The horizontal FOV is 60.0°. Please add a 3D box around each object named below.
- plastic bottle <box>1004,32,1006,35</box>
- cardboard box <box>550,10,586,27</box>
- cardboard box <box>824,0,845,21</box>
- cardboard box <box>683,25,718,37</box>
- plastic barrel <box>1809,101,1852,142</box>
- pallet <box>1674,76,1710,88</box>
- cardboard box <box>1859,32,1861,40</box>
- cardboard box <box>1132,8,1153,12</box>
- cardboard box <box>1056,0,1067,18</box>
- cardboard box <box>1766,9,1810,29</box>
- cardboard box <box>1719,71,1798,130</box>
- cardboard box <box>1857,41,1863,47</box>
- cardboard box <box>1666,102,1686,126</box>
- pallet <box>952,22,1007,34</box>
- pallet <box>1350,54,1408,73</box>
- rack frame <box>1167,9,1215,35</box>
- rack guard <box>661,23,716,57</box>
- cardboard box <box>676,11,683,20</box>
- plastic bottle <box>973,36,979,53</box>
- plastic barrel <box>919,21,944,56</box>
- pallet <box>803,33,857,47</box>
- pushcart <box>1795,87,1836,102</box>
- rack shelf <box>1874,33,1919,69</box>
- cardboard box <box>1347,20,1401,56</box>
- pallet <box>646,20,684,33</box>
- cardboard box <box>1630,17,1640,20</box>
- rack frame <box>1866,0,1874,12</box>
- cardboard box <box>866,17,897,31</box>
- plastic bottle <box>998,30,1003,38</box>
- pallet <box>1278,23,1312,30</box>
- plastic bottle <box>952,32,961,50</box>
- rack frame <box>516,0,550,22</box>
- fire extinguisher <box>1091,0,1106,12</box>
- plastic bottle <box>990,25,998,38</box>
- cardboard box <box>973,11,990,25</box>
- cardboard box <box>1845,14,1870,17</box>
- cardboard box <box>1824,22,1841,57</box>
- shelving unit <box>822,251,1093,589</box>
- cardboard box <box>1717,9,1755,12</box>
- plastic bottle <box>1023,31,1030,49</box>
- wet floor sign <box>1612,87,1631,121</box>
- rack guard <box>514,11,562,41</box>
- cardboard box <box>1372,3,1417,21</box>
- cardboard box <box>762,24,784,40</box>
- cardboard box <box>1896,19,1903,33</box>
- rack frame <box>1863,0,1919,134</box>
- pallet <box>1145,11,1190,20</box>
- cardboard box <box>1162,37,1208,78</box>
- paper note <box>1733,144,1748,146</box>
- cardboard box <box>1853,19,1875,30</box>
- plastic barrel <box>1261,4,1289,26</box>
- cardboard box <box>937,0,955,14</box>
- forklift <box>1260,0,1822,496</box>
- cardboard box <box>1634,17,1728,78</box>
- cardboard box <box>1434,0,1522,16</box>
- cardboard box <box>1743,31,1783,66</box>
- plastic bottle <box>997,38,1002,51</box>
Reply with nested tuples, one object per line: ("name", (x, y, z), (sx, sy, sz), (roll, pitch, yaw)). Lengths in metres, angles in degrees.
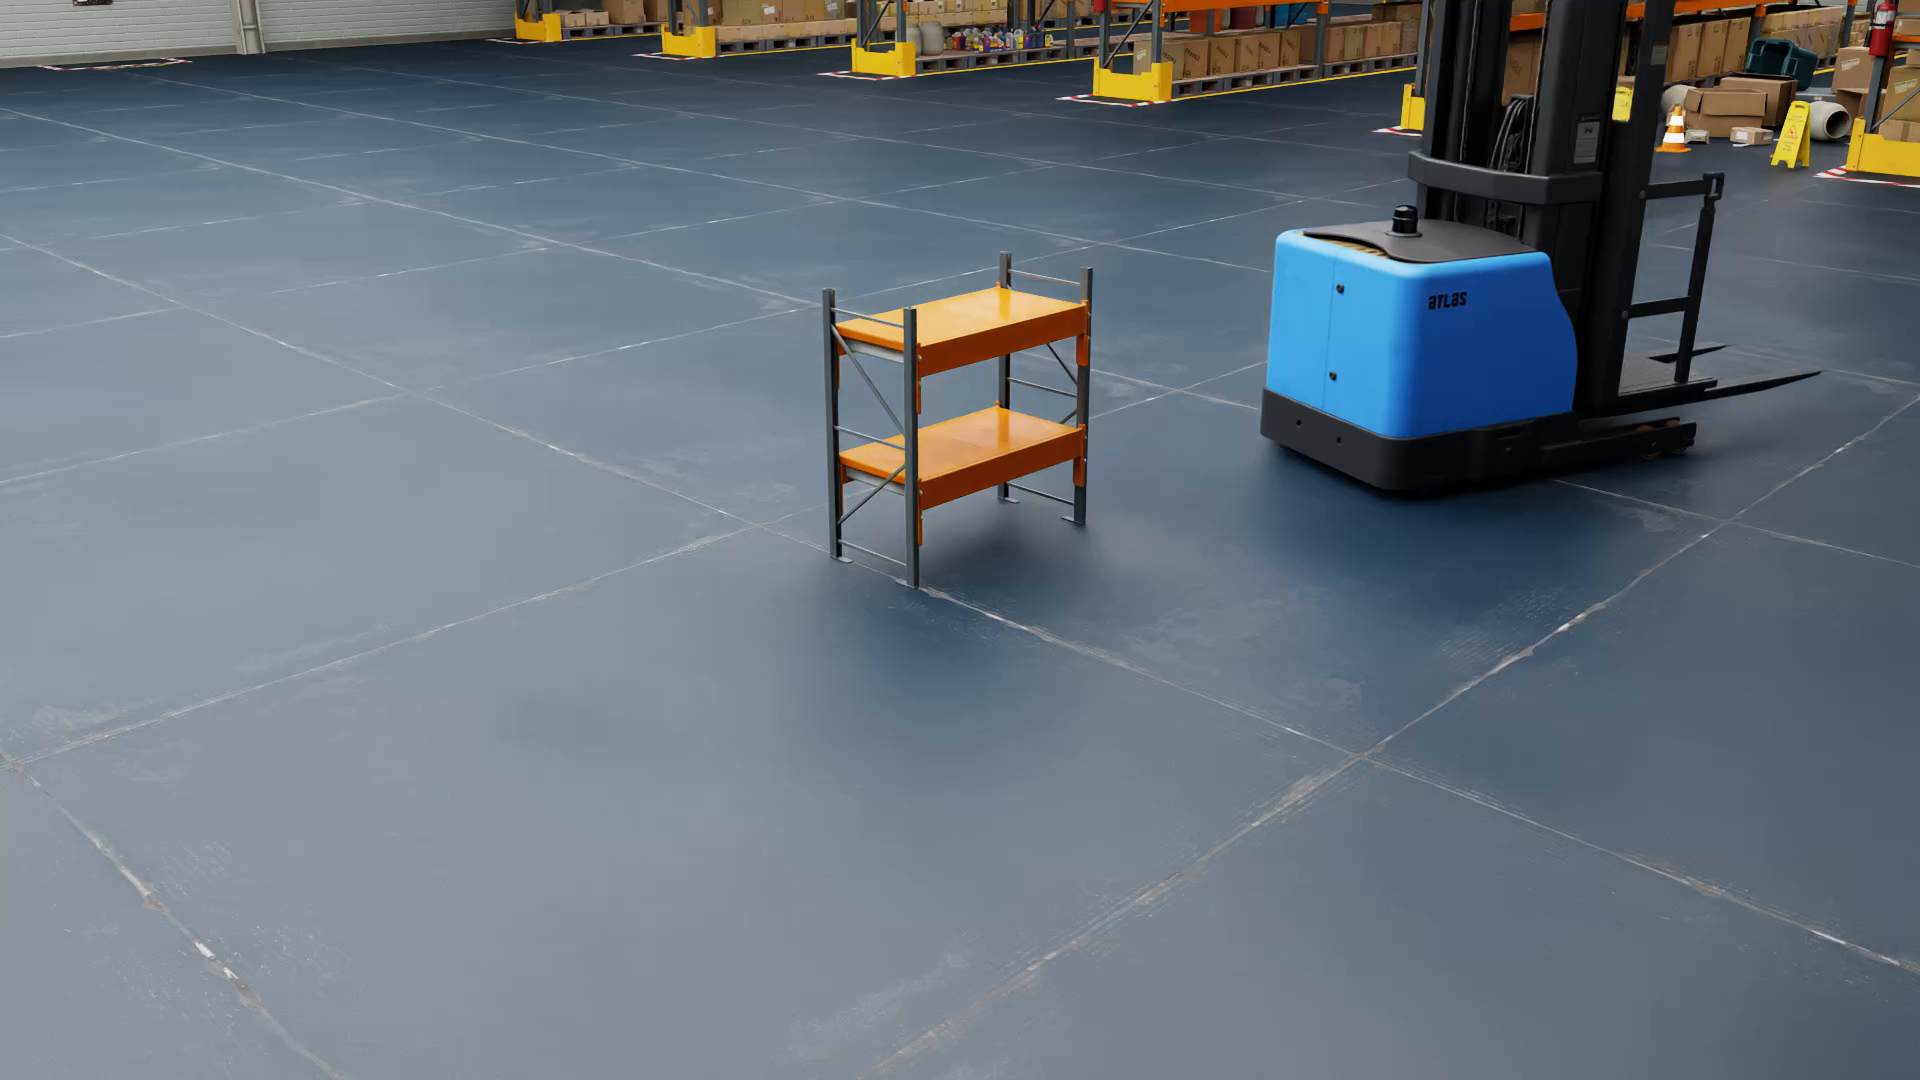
("plastic bottle", (0.769, -8.327, 27.731), (0.061, 0.283, 0.133), (19, 28, 41))
("cardboard box", (-7.778, -10.331, 32.906), (0.500, 0.311, 0.500), (15, 26, 35))
("cardboard box", (-2.507, -9.978, 31.054), (0.500, 0.500, 0.500), (19, 28, 41))
("cardboard box", (-4.611, -9.111, 29.844), (0.500, 0.250, 0.500), (19, 28, 41))
("plastic barrel", (9.779, -4.733, 18.798), (0.421, 0.421, 0.512), (-2, 21, -5))
("pallet", (9.931, -6.497, 23.685), (1.003, 0.211, 1.213), (19, 28, 41))
("cardboard box", (14.915, -8.500, 27.981), (0.380, 0.149, 0.250), (19, 28, 40))
("cardboard box", (4.046, -12.075, 37.444), (0.500, 0.311, 0.500), (19, 28, 41))
("cardboard box", (2.045, -11.390, 35.399), (0.500, 0.500, 0.500), (19, 28, 40))
("cardboard box", (12.749, -8.045, 25.679), (0.500, 0.250, 0.500), (20, 28, 41))
("cardboard box", (9.480, -5.251, 19.847), (0.797, 0.637, 0.503), (19, 28, 41))
("cardboard box", (14.846, -8.270, 27.798), (0.250, 0.149, 0.380), (-19, 28, -40))
("cardboard box", (8.716, -5.088, 19.941), (0.258, 0.266, 0.396), (-14, 25, -33))
("pallet", (0.206, -10.539, 34.200), (1.003, 0.211, 1.213), (19, 28, 41))
("pallet", (6.506, -7.748, 26.939), (1.003, 0.211, 1.213), (19, 28, 41))
("rack frame", (4.354, -10.802, 30.997), (1.000, 3.000, 0.127), (19, 28, 41))
("rack guard", (-4.790, -8.813, 29.307), (1.175, 0.500, 0.348), (19, 28, 41))
("cardboard box", (-5.886, -10.991, 34.825), (0.380, 0.166, 0.250), (15, 26, 34))
("plastic bottle", (0.261, -8.065, 27.067), (0.097, 0.271, 0.097), (0, 21, 0))
("plastic barrel", (-0.473, -8.097, 26.843), (0.421, 0.512, 0.421), (0, 21, 0))
("pallet", (-2.567, -9.519, 31.546), (1.003, 0.211, 1.213), (19, 28, 41))
("pushcart", (10.544, -5.388, 20.566), (1.648, 0.377, 0.936), (9, 23, 23))
("rack shelf", (10.818, -5.204, 17.436), (1.077, 0.370, 4.000), (19, 28, 41))
("cardboard box", (6.681, -8.130, 26.918), (0.500, 0.500, 0.700), (-17, 27, -38))
("pallet", (-5.978, -10.770, 34.801), (1.003, 0.211, 1.213), (19, 28, 41))
("cardboard box", (13.095, -10.638, 32.948), (0.875, 0.875, 0.875), (19, 28, 41))
("rack frame", (16.967, -10.351, 29.825), (1.000, 3.000, 0.127), (19, 28, 41))
("cardboard box", (-1.524, -9.969, 32.077), (0.500, 0.250, 0.500), (18, 28, 39))
("plastic bottle", (0.689, -8.534, 28.288), (0.097, 0.271, 0.097), (0, 21, 0))
("pallet", (6.576, -10.341, 33.684), (1.003, 0.211, 1.213), (19, 28, 41))
("plastic bottle", (-0.064, -8.319, 27.721), (0.152, 0.276, 0.135), (20, 28, 41))
("rack frame", (-8.325, -11.225, 32.098), (1.000, 3.000, 0.127), (19, 28, 41))
("fire extinguisher", (1.912, -7.556, 22.659), (0.296, 0.674, 0.183), (19, 28, 41))
("plastic bottle", (0.572, -8.590, 28.323), (0.144, 0.351, 0.185), (18, 27, 38))
("cardboard box", (0.258, -10.626, 33.786), (0.500, 0.250, 0.500), (19, 28, 40))
("cardboard box", (15.871, -9.227, 29.458), (0.380, 0.149, 0.250), (18, 27, 38))
("cardboard box", (13.841, -8.099, 26.864), (0.500, 0.500, 0.500), (19, 28, 40))
("shelving unit", (0.005, -0.527, 6.877), (0.538, 1.125, 1.048), (19, 28, 41))
("cardboard box", (12.020, -8.048, 25.686), (0.500, 0.250, 0.500), (-20, 28, -41))
("plastic bottle", (1.103, -8.372, 27.848), (0.133, 0.283, 0.061), (-18, 27, -39))
("wet floor sign", (7.204, -4.637, 18.238), (0.267, 0.644, 0.232), (14, 25, 32))
("rack guard", (-8.272, -10.078, 32.598), (1.175, 0.500, 0.348), (19, 28, 41))
("cardboard box", (7.094, -8.632, 27.178), (0.500, 0.250, 0.500), (-16, 26, -36))
("cardboard box", (-3.544, -9.239, 30.178), (0.500, 0.250, 0.500), (19, 28, 41))
("cardboard box", (9.627, -5.151, 16.645), (0.380, 0.149, 0.250), (19, 28, 40))
("rack frame", (9.422, -5.026, 15.969), (1.000, 3.000, 0.127), (19, 28, 41))
("pallet", (4.929, -12.261, 38.679), (1.003, 0.211, 1.213), (19, 28, 41))
("cardboard box", (3.162, -6.854, 23.624), (0.500, 0.500, 0.500), (-12, 24, -28))
("paper note", (8.656, -4.381, 18.430), (0.148, 0.019, 0.142), (9, 23, 23))
("cardboard box", (15.343, -8.754, 28.228), (0.250, 0.149, 0.380), (-19, 28, -41))
("plastic barrel", (6.259, -10.729, 33.147), (0.600, 0.901, 0.708), (19, 28, 41))
("cardboard box", (-0.444, -10.628, 33.011), (0.500, 0.311, 0.500), (-19, 28, -41))
("forklift", (3.042, -1.917, 7.978), (3.031, 2.935, 1.130), (-10, 23, -24))
("cardboard box", (10.289, -7.081, 23.868), (0.750, 0.750, 1.050), (-20, 28, -41))
("cardboard box", (6.032, -6.415, 19.375), (0.875, 0.550, 0.550), (19, 28, 41))
("cardboard box", (12.062, -7.442, 25.155), (0.500, 0.500, 0.500), (18, 27, 38))
("plastic bottle", (0.639, -8.172, 27.442), (0.097, 0.201, 0.097), (0, 21, 0))
